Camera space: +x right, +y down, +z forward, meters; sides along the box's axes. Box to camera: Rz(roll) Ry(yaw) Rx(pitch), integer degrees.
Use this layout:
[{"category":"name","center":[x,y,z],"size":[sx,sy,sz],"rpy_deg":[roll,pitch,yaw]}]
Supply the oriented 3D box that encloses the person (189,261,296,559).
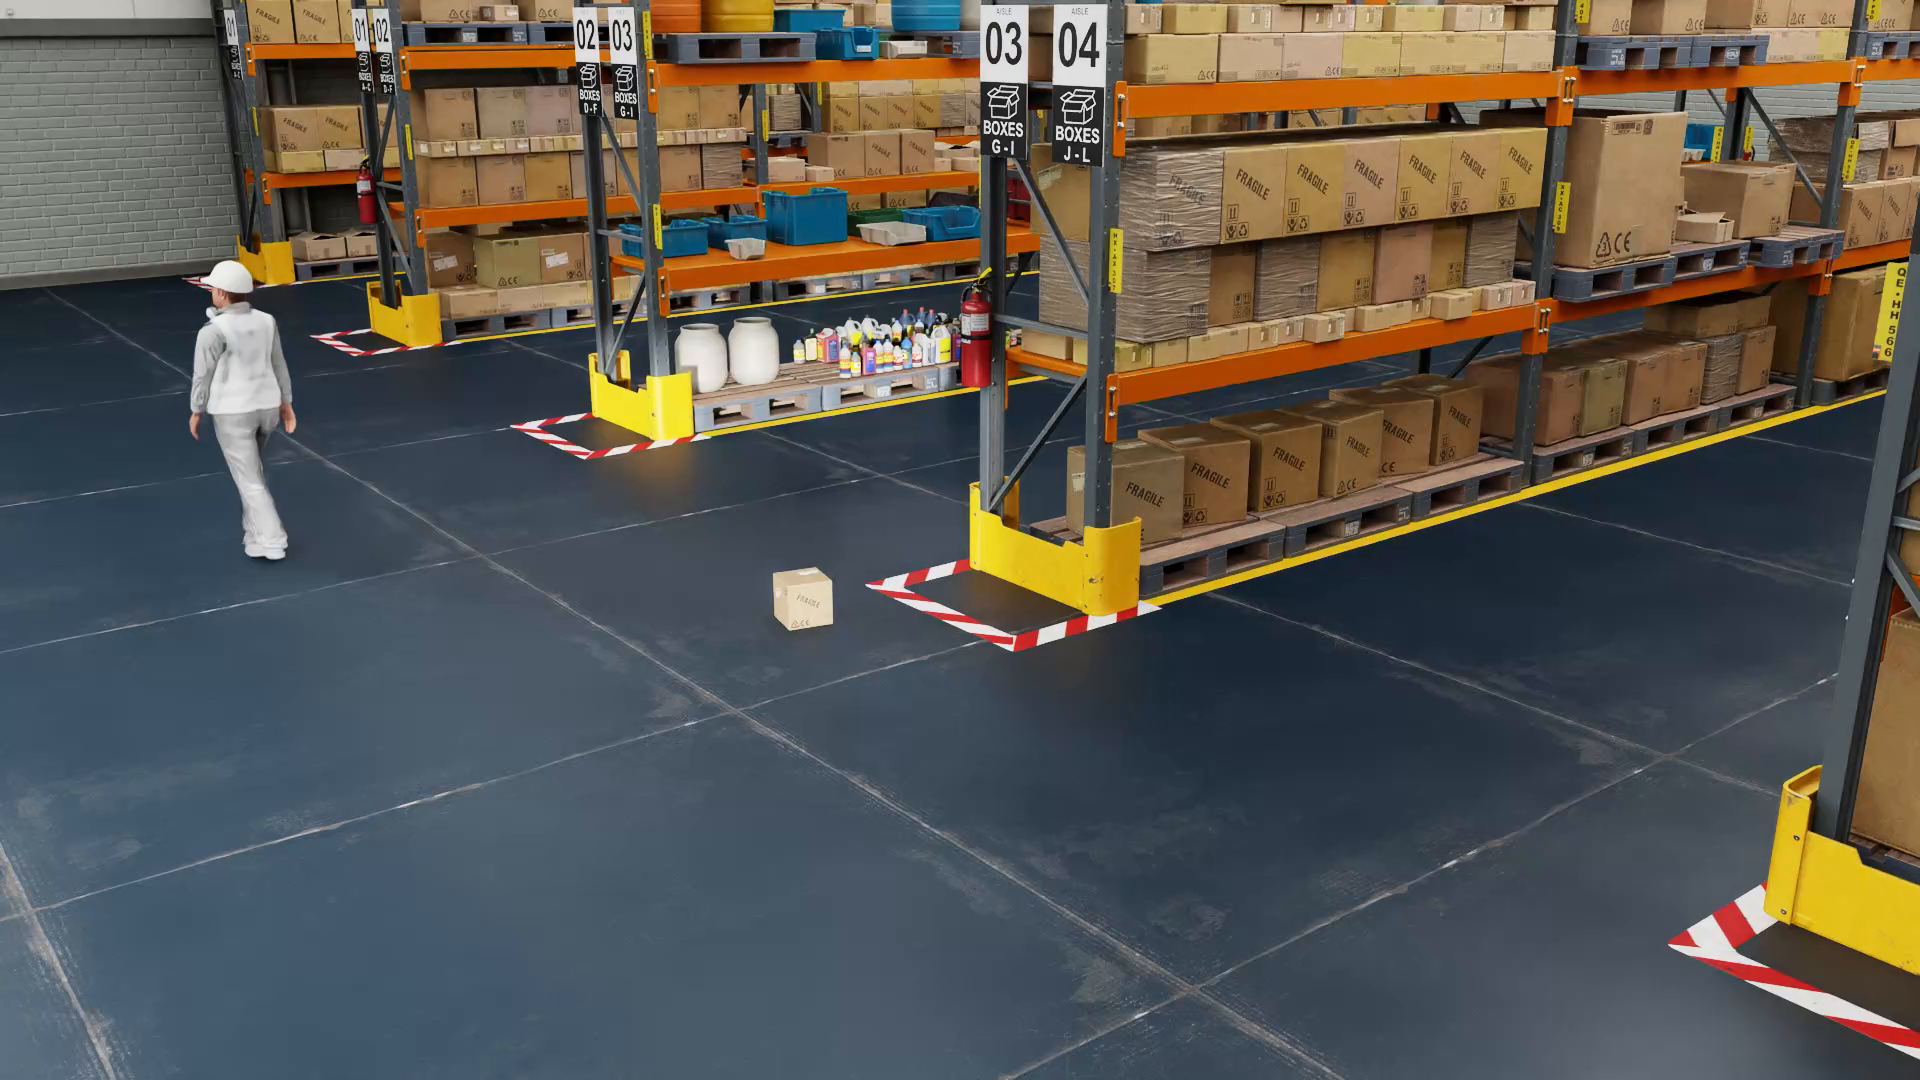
[{"category":"person","center":[-4.280,-0.738,9.899],"size":[0.595,1.841,0.566],"rpy_deg":[8,19,23]}]
